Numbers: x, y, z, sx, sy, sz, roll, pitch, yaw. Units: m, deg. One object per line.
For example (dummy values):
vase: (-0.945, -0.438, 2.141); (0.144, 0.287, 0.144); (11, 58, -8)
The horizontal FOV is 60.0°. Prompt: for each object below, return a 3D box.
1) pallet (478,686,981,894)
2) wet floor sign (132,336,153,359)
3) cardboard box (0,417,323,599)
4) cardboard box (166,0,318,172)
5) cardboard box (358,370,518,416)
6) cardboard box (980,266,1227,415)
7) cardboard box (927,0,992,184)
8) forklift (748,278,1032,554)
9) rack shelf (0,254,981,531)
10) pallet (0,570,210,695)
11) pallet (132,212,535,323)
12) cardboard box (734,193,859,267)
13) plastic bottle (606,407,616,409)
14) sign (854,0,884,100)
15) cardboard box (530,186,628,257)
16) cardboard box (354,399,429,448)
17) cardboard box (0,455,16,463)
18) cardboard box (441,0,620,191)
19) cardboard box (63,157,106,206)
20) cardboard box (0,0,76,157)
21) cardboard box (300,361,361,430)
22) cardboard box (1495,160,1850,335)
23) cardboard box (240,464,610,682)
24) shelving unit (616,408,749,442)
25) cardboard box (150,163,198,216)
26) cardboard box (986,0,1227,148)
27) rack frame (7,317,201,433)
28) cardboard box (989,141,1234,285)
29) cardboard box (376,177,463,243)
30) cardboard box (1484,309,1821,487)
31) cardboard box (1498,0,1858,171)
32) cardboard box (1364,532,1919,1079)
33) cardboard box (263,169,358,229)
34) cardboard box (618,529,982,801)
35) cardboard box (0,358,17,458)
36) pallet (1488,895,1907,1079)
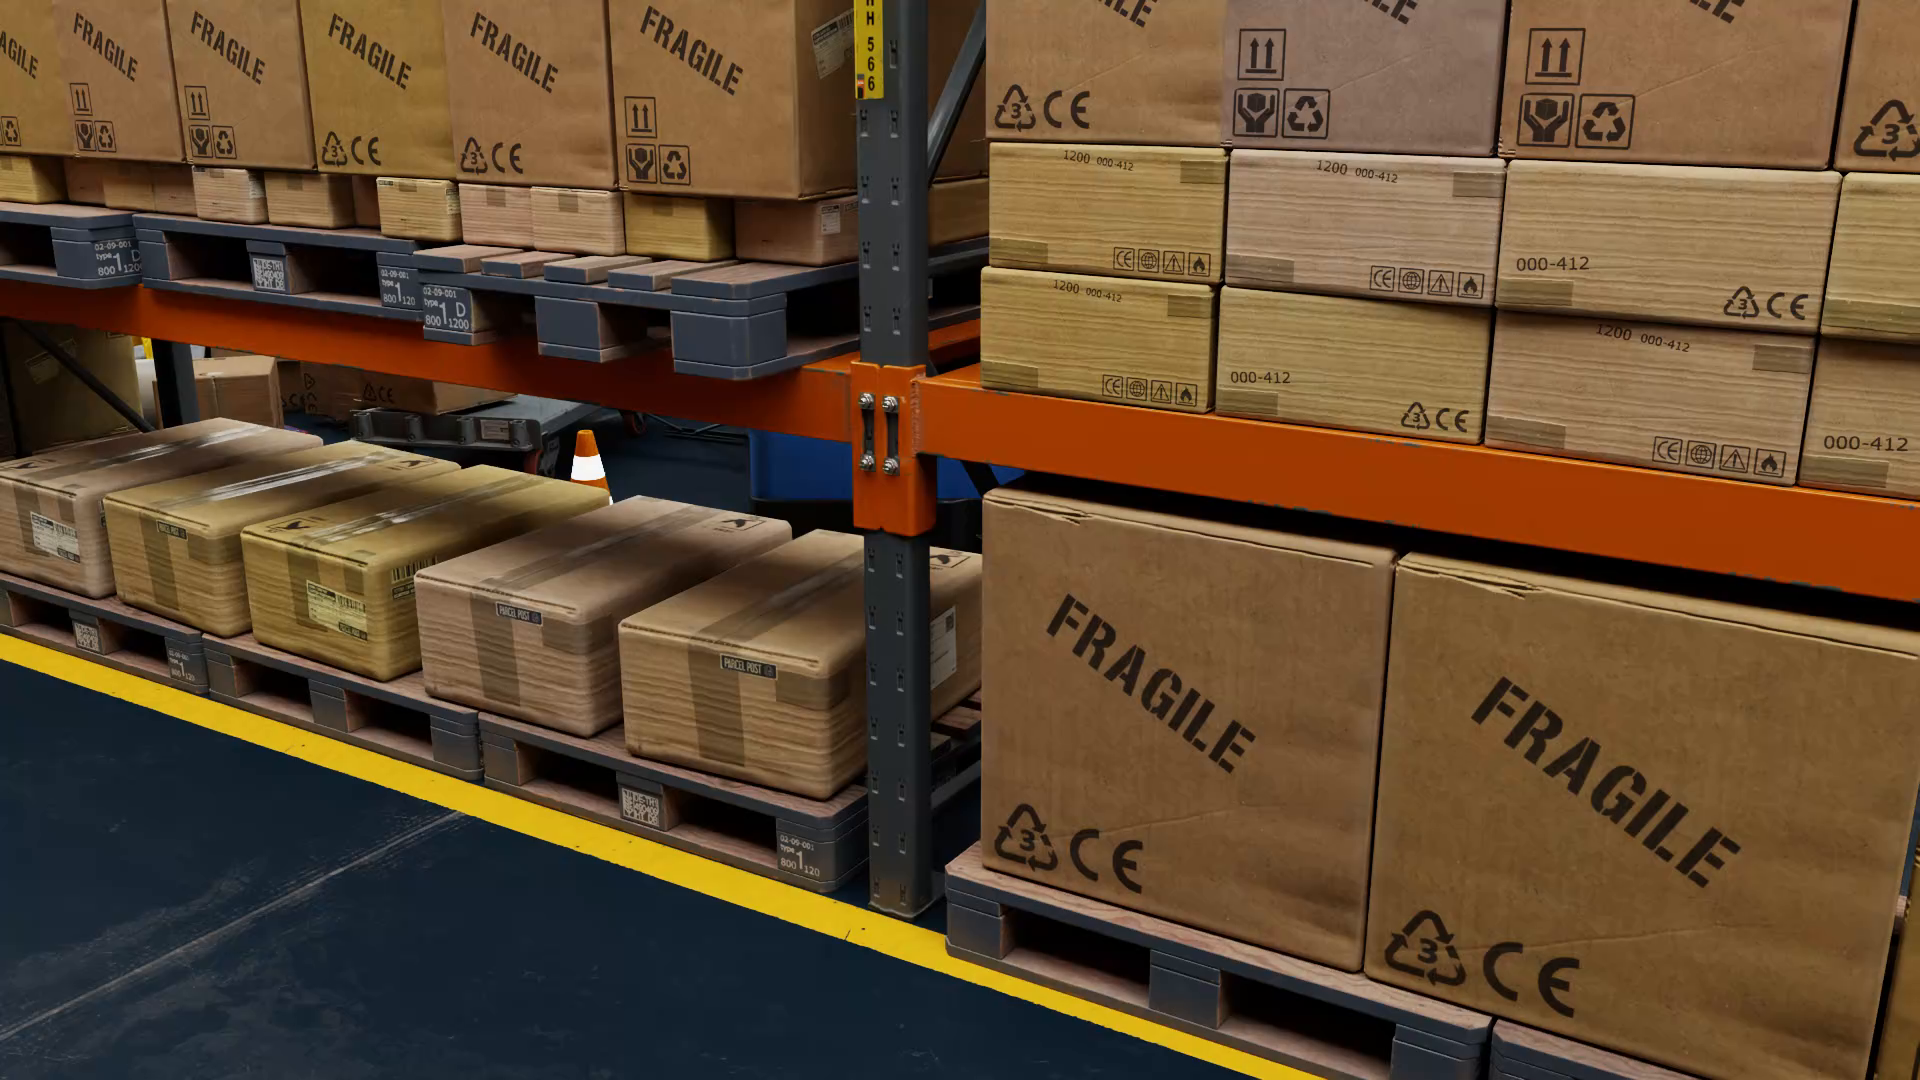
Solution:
pallet: (-0.569, 0.549, 4.712); (1.213, 0.211, 1.003); (10, 20, 30)
wet floor sign: (-5.278, -1.512, 10.749); (0.232, 0.644, 0.267); (7, 18, 21)
cardboard box: (-2.864, -0.139, 5.977); (0.625, 0.372, 0.950); (10, 20, 31)
cardboard box: (-1.779, -1.293, 4.572); (0.500, 0.500, 0.500); (9, 19, 28)
cardboard box: (-2.407, -0.886, 7.637); (0.500, 0.500, 0.500); (10, 20, 30)
cardboard box: (0.381, -0.458, 3.486); (0.500, 0.250, 0.500); (10, 19, 29)
cardboard box: (-0.167, -1.183, 4.209); (0.500, 0.500, 0.500); (9, 19, 29)
forklift: (0.684, -1.419, 6.508); (3.031, 2.935, 1.130); (-1, 17, -2)
rack shelf: (-1.608, -0.626, 5.020); (4.000, 0.370, 1.077); (10, 20, 30)
pallet: (-2.649, 0.178, 5.934); (1.213, 0.211, 1.003); (10, 20, 30)
pallet: (-1.612, -0.866, 4.900); (1.213, 0.211, 1.003); (10, 20, 30)
cardboard box: (-0.307, -0.739, 3.862); (0.250, 0.149, 0.380); (11, 20, 32)
plastic bottle: (-1.834, -0.778, 9.338); (0.283, 0.061, 0.133); (0, 17, 1)
sign: (-0.180, -1.047, 3.310); (0.005, 0.325, 0.100); (10, 20, 30)
cardboard box: (-0.811, -0.789, 4.027); (0.250, 0.149, 0.380); (10, 20, 30)
cardboard box: (-2.884, -0.622, 8.472); (0.396, 0.266, 0.258); (-2, 17, -8)
cardboard box: (-3.957, -0.183, 6.332); (0.500, 0.250, 0.500); (11, 20, 33)
cardboard box: (-0.883, -1.134, 4.046); (0.500, 0.500, 0.500); (10, 19, 29)
cardboard box: (-2.517, -1.129, 5.146); (0.250, 0.149, 0.380); (12, 20, 34)
cardboard box: (-2.636, -1.448, 5.079); (0.500, 0.500, 0.500); (10, 20, 30)
cardboard box: (-3.098, -0.973, 8.986); (0.503, 0.637, 0.797); (10, 20, 30)
cardboard box: (1.256, -0.538, 2.889); (0.500, 0.250, 0.500); (10, 20, 30)
cardboard box: (-1.657, 0.075, 5.273); (0.625, 0.372, 0.950); (11, 20, 32)
shelving unit: (-0.840, -1.026, 8.220); (1.500, 1.048, 0.538); (8, -8, 24)
cardboard box: (-2.110, -1.041, 4.858); (0.250, 0.149, 0.380); (10, 20, 30)
cardboard box: (0.388, -1.057, 3.308); (0.500, 0.500, 0.500); (9, 19, 28)
rack frame: (-3.313, -1.275, 5.917); (0.127, 3.000, 1.000); (10, 20, 30)
cardboard box: (0.398, -0.696, 3.408); (0.500, 0.250, 0.500); (10, 20, 30)
cardboard box: (-1.263, -0.867, 4.286); (0.250, 0.149, 0.380); (11, 20, 31)
cardboard box: (1.272, -0.303, 2.975); (0.500, 0.250, 0.500); (11, 20, 32)
cardboard box: (1.249, -0.901, 2.796); (0.500, 0.500, 0.500); (11, 20, 32)
cardboard box: (1.399, 0.412, 3.298); (0.875, 0.875, 0.875); (10, 20, 31)
cardboard box: (-1.668, -0.955, 4.573); (0.250, 0.149, 0.380); (9, 19, 28)
cardboard box: (-0.380, 0.302, 4.526); (0.625, 0.372, 0.950); (9, 19, 26)
cardboard box: (-3.957, -0.542, 6.224); (0.500, 0.500, 0.500); (10, 19, 29)
pallet: (1.764, 0.992, 3.251); (1.213, 0.211, 1.003); (10, 20, 30)
